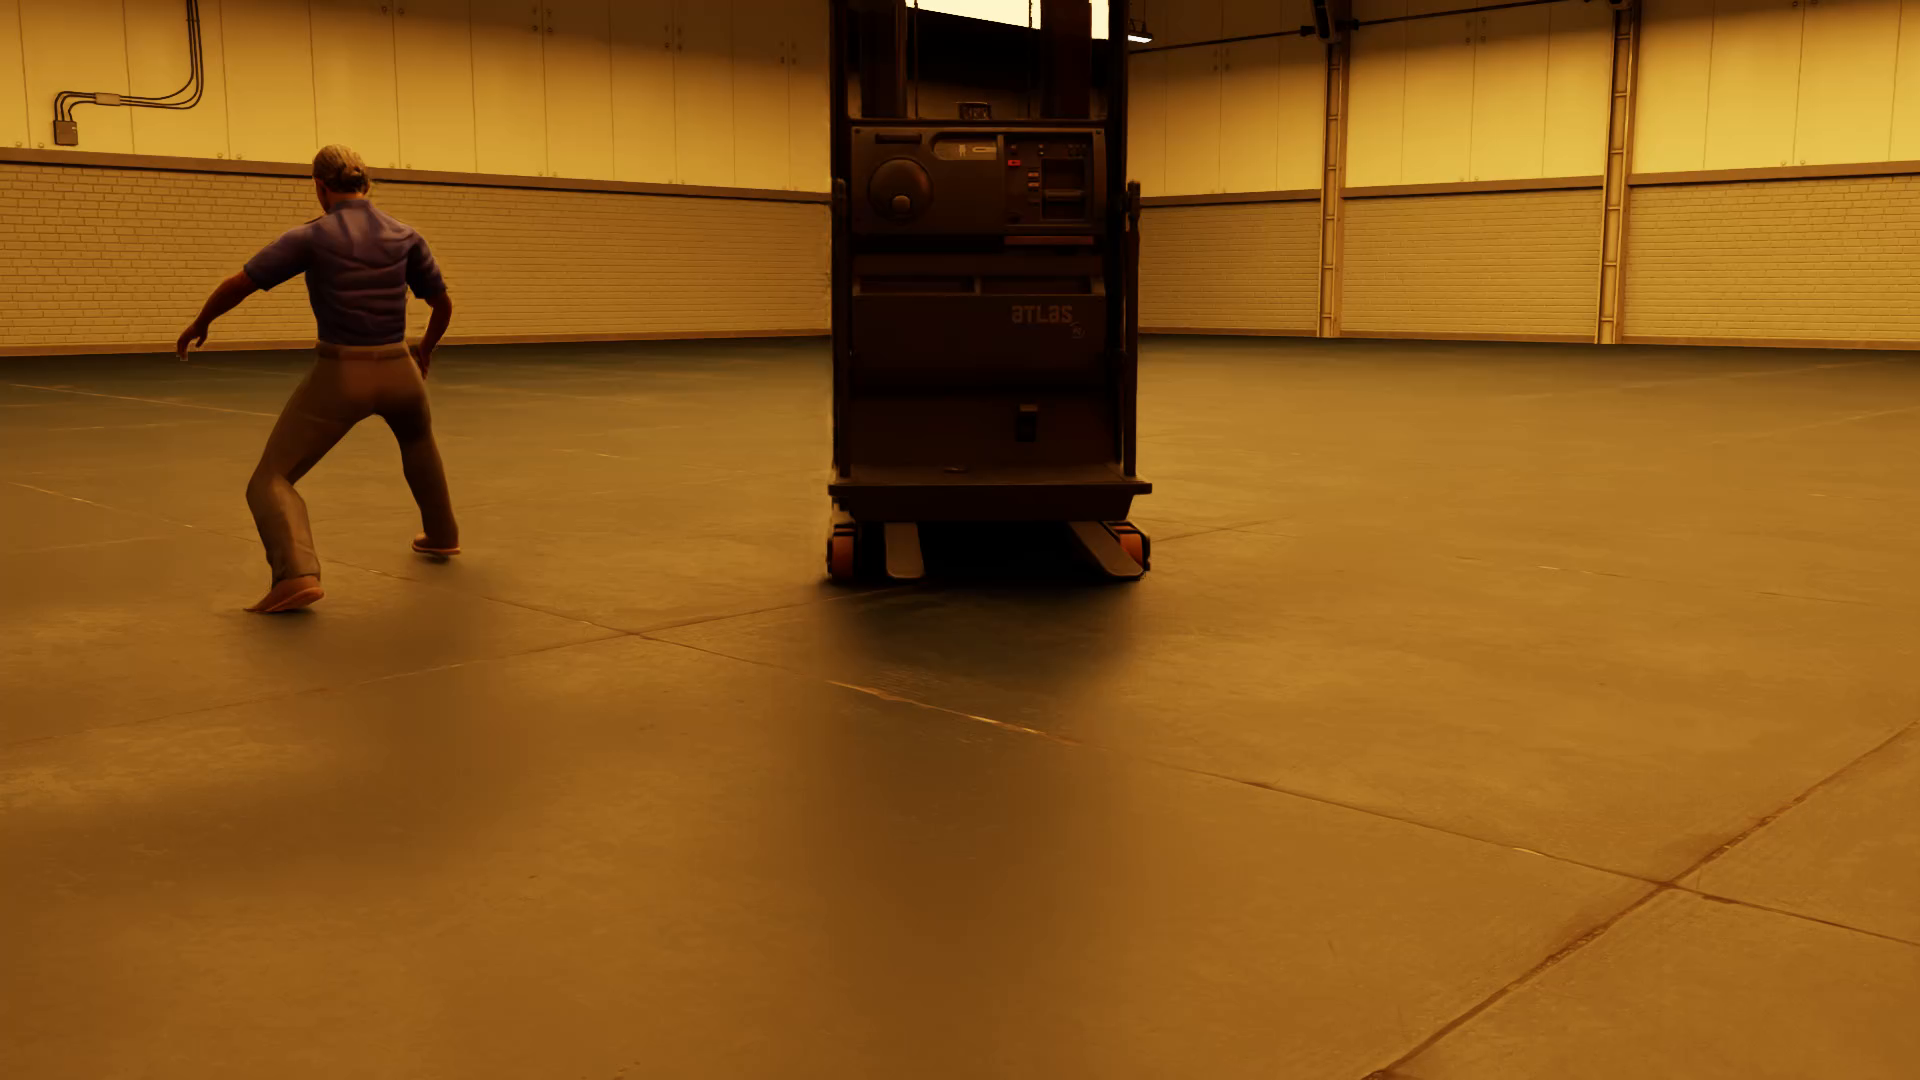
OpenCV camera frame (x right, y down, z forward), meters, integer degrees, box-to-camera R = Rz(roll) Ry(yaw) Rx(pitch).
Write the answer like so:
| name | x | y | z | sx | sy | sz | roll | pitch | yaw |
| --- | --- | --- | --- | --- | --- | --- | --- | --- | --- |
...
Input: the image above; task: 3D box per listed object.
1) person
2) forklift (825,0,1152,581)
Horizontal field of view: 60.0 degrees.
| name | x | y | z | sx | sy | sz | roll | pitch | yaw |
| --- | --- | --- | --- | --- | --- | --- | --- | --- | --- |
| person | -2.083 | -0.556 | 5.632 | 0.943 | 1.531 | 0.902 | -7 | 11 | -39 |
| forklift | 0.081 | -1.353 | 5.857 | 1.130 | 2.935 | 3.031 | 0 | 9 | -3 |
